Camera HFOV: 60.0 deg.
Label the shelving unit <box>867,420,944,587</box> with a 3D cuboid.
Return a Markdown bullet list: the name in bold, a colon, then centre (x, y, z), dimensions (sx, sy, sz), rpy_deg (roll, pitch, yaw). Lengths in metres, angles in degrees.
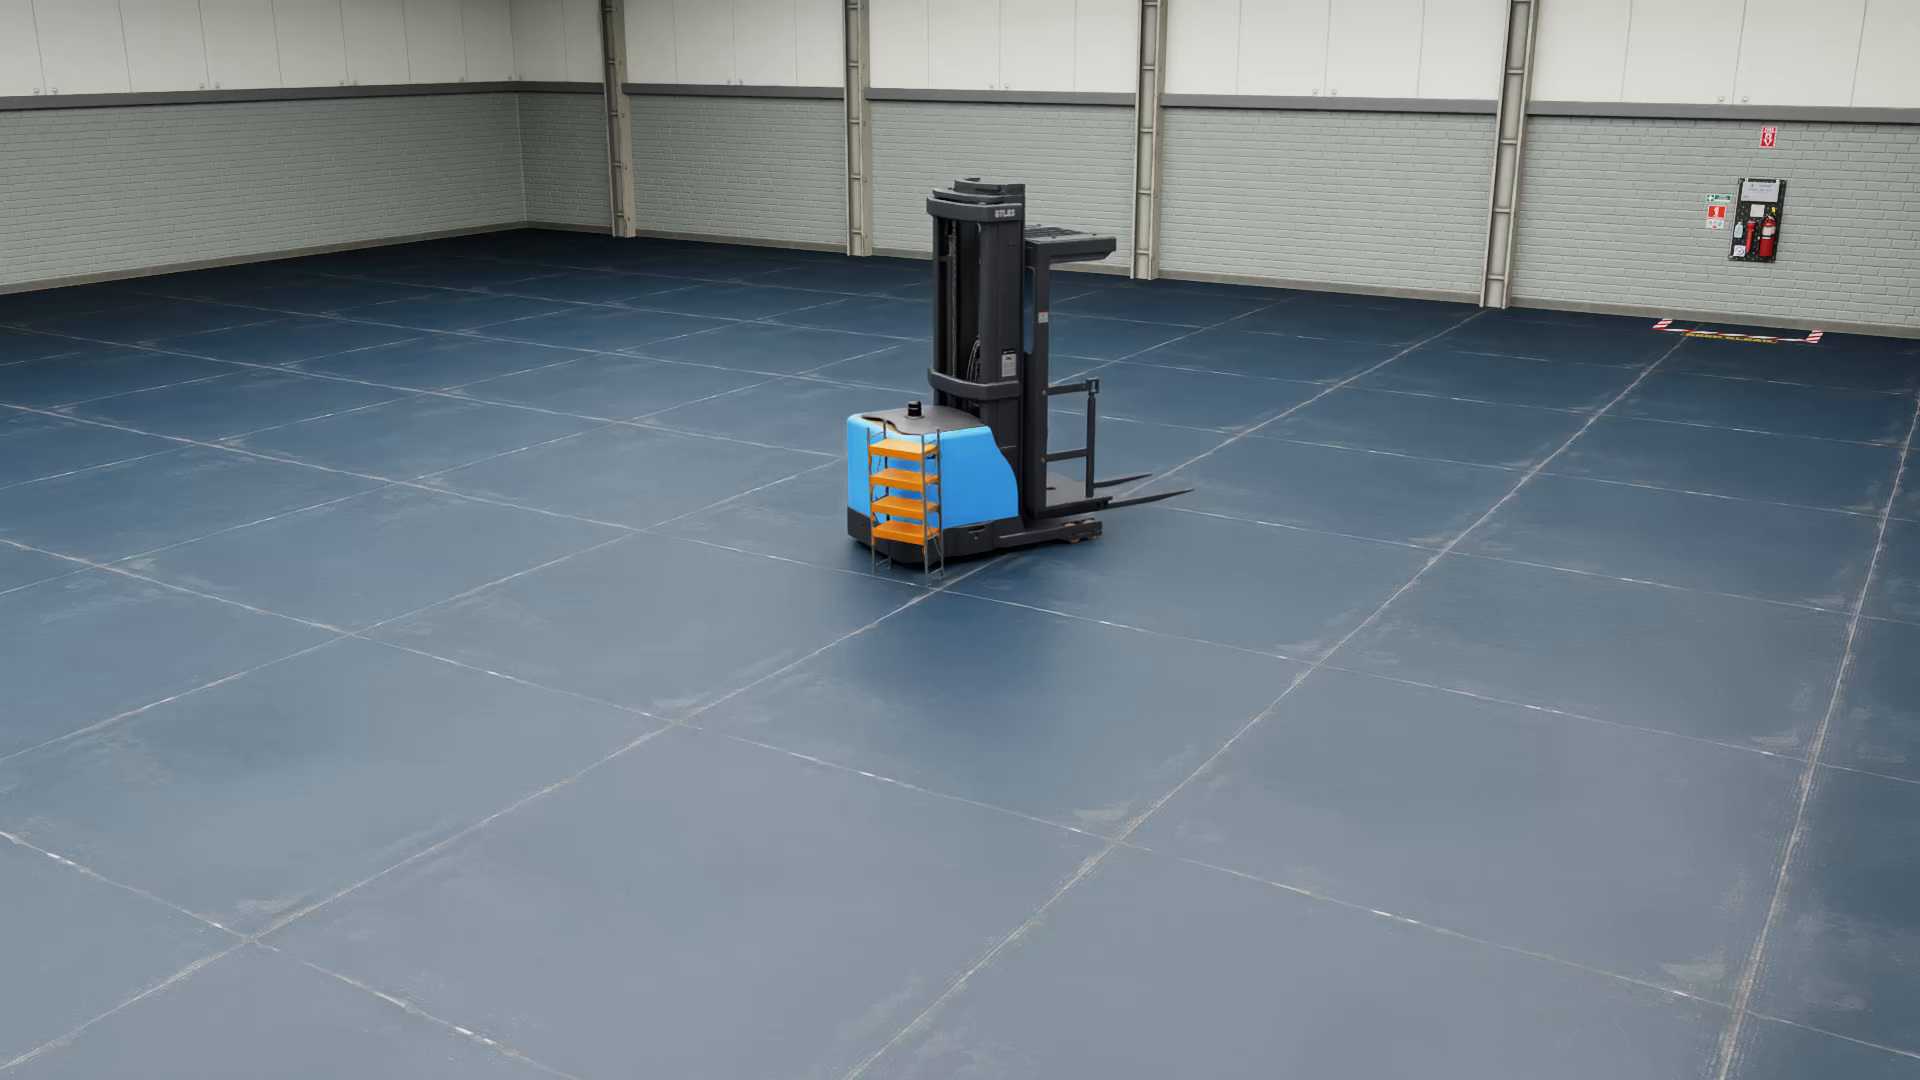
- **shelving unit**: centre (-0.415, -0.280, 12.719), dimensions (0.503, 1.200, 0.258), rpy_deg (10, 22, 30)

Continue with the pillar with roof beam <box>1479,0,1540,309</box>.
- **pillar with roof beam**: centre (6.057, -6.871, 21.018), dimensions (0.400, 9.000, 9.100), rpy_deg (10, 20, 30)

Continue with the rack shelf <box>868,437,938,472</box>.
- **rack shelf**: centre (-0.424, -0.651, 12.592), dimensions (0.480, 0.148, 0.258), rpy_deg (10, 22, 30)

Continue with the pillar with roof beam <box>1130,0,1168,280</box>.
- **pillar with roof beam**: centre (0.944, -7.783, 24.022), dimensions (0.400, 9.000, 9.100), rpy_deg (10, 20, 30)

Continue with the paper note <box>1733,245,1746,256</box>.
- **paper note**: centre (11.222, -4.162, 23.937), dimensions (0.142, 0.148, 0.016), rpy_deg (10, 20, 30)

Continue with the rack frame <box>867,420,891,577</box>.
- **rack frame**: centre (-0.624, -0.317, 12.841), dimensions (0.015, 1.200, 0.240), rpy_deg (10, 22, 30)

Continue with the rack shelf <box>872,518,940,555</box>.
- **rack shelf**: centre (-0.409, -0.029, 12.806), dimensions (0.480, 0.148, 0.258), rpy_deg (10, 22, 30)

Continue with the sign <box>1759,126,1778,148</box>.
- **sign**: centre (11.382, -5.674, 23.412), dimensions (0.199, 0.298, 0.001), rpy_deg (10, 20, 30)

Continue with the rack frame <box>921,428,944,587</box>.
- **rack frame**: centre (-0.207, -0.243, 12.598), dimensions (0.015, 1.200, 0.240), rpy_deg (10, 22, 30)

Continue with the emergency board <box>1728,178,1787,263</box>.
- **emergency board**: centre (11.337, -4.539, 23.664), dimensions (0.643, 1.169, 0.194), rpy_deg (10, 20, 30)

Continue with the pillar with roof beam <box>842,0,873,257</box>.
- **pillar with roof beam**: centre (-4.168, -8.696, 27.027), dimensions (0.400, 9.000, 9.100), rpy_deg (10, 20, 30)

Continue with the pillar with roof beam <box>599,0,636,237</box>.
- **pillar with roof beam**: centre (-9.281, -9.609, 30.031), dimensions (0.400, 9.000, 9.100), rpy_deg (10, 20, 30)

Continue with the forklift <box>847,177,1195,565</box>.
- **forklift**: centre (0.597, -1.497, 13.766), dimensions (3.031, 2.935, 1.130), rpy_deg (-10, 19, -29)

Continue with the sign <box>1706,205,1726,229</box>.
- **sign**: centre (10.920, -4.666, 24.020), dimensions (0.234, 0.329, 0.001), rpy_deg (10, 20, 30)

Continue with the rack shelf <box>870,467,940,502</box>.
- **rack shelf**: centre (-0.419, -0.428, 12.669), dimensions (0.480, 0.148, 0.258), rpy_deg (10, 22, 30)

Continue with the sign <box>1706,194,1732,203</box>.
- **sign**: centre (10.919, -4.917, 23.933), dimensions (0.331, 0.109, 0.001), rpy_deg (10, 20, 30)

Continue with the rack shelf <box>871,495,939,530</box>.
- **rack shelf**: centre (-0.414, -0.216, 12.741), dimensions (0.480, 0.148, 0.258), rpy_deg (10, 22, 30)
